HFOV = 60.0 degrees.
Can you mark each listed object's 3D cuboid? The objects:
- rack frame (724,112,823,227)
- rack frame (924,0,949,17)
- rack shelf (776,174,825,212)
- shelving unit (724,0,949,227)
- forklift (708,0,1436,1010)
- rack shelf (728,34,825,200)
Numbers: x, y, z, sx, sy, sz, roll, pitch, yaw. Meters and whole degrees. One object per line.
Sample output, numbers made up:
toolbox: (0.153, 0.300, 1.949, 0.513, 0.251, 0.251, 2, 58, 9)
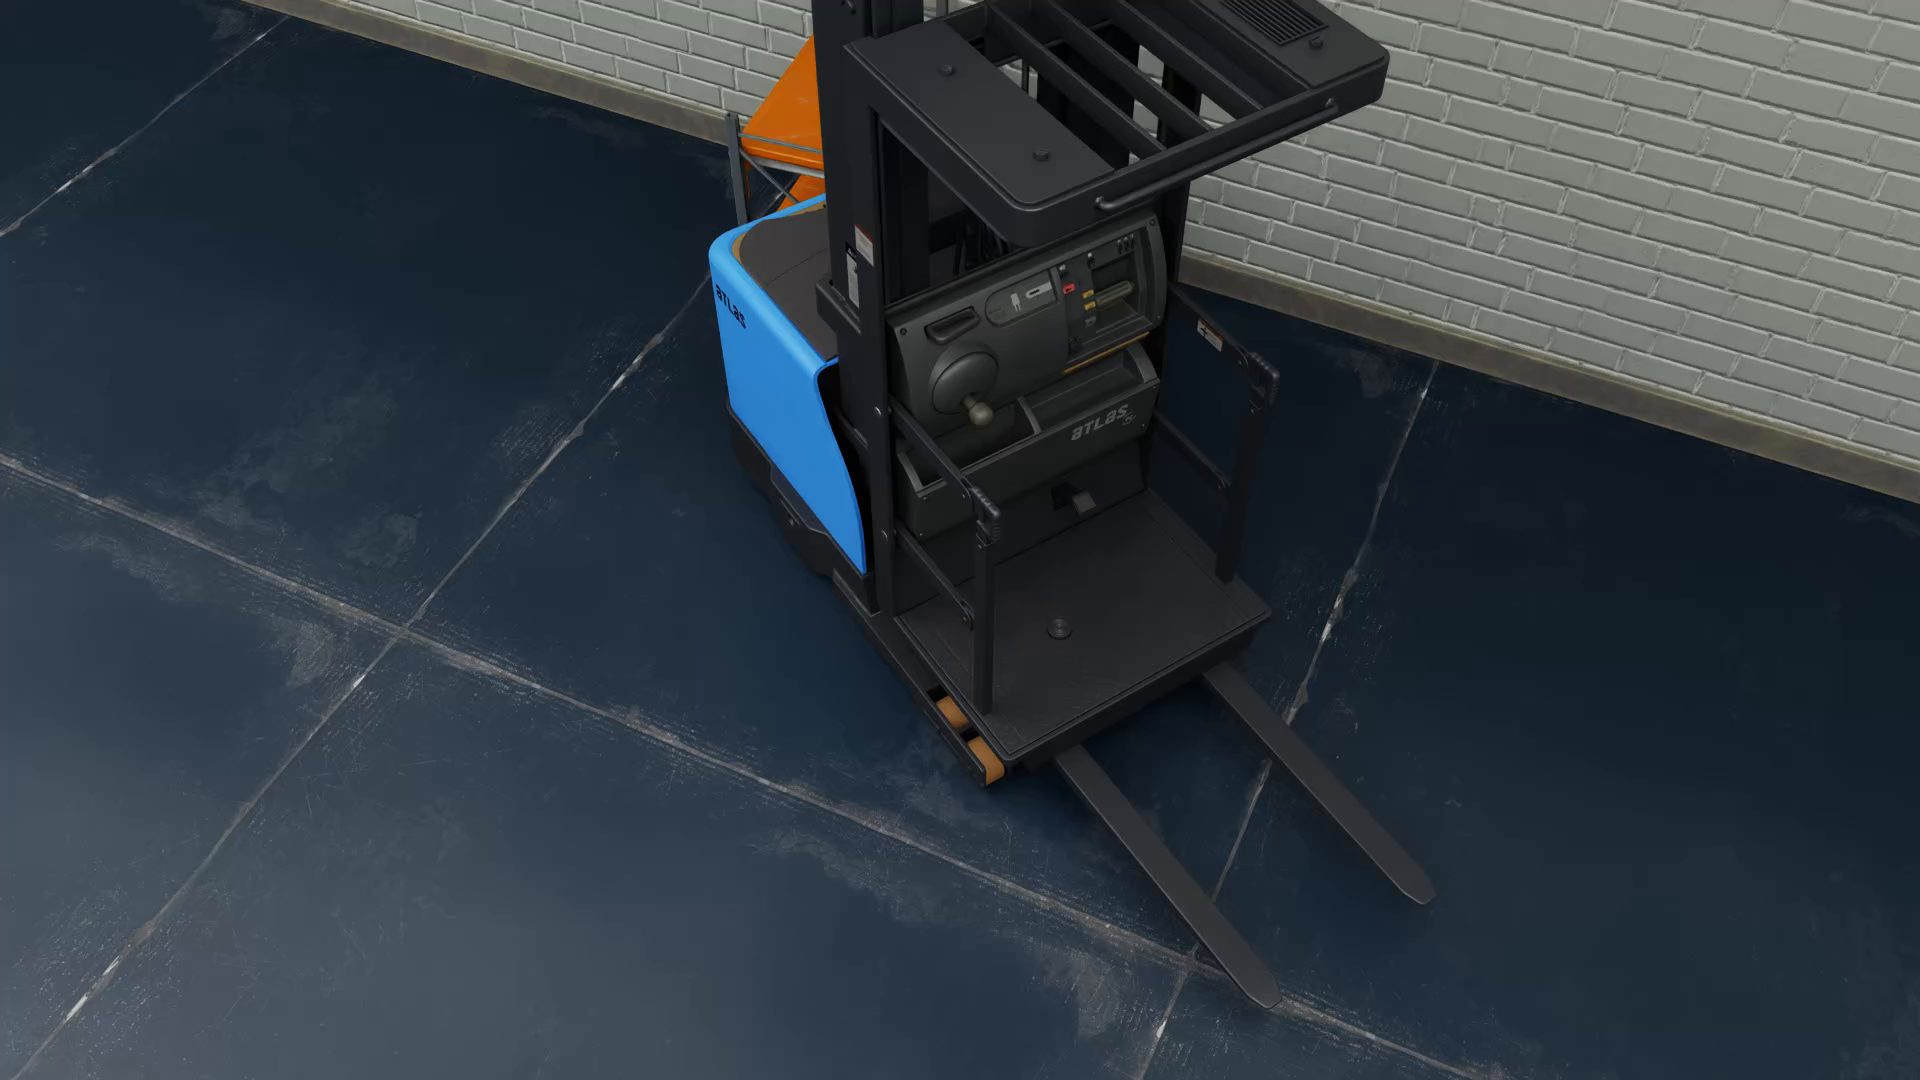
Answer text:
rack frame: (-0.623, -1.136, 6.478, 0.500, 1.125, 0.032, 15, 51, 12)
rack frame: (-0.287, -1.866, 7.099, 0.500, 1.125, 0.032, 15, 51, 12)
rack shelf: (-0.455, -1.343, 6.975, 0.538, 0.278, 1.000, 15, 51, 12)
shelving unit: (-0.455, -1.501, 6.789, 0.538, 1.125, 1.048, 15, 51, 12)
forklift: (0.340, -0.553, 4.796, 1.130, 2.935, 3.031, -26, 55, -21)
rack shelf: (-0.455, -1.691, 6.566, 0.538, 0.278, 1.000, 15, 51, 12)
